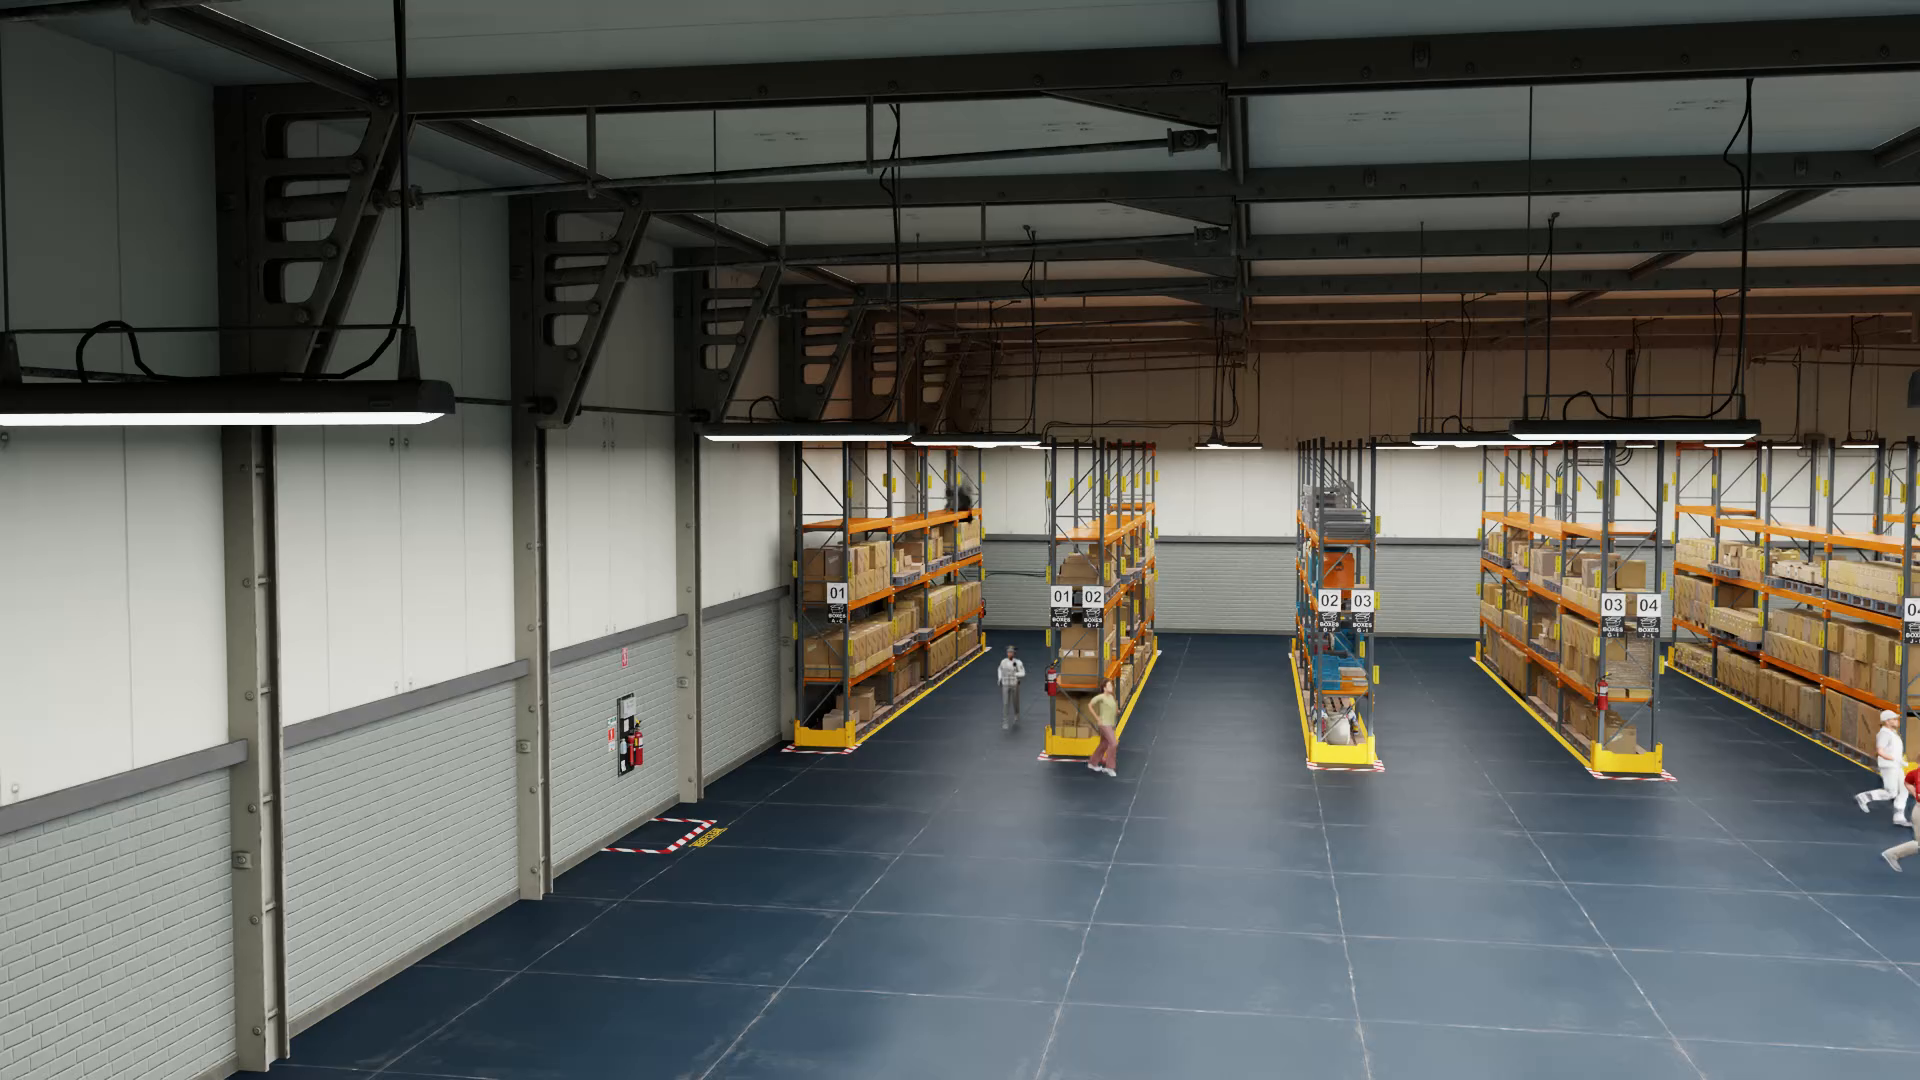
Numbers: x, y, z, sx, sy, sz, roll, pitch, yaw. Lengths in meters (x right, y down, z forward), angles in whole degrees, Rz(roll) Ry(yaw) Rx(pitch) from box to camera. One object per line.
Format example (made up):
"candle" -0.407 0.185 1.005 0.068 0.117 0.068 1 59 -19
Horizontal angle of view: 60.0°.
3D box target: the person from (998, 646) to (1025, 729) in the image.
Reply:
"person" 1.056 3.026 34.514 0.610 1.684 0.937 1 3 11

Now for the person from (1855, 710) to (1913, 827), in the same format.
"person" 14.255 3.489 25.574 0.831 1.759 0.666 3 4 43

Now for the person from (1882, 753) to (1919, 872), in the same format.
"person" 12.835 3.684 22.146 0.954 1.726 0.664 2 3 30

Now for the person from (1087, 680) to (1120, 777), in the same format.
"person" 2.572 3.335 29.563 0.660 1.723 0.569 2 4 31
